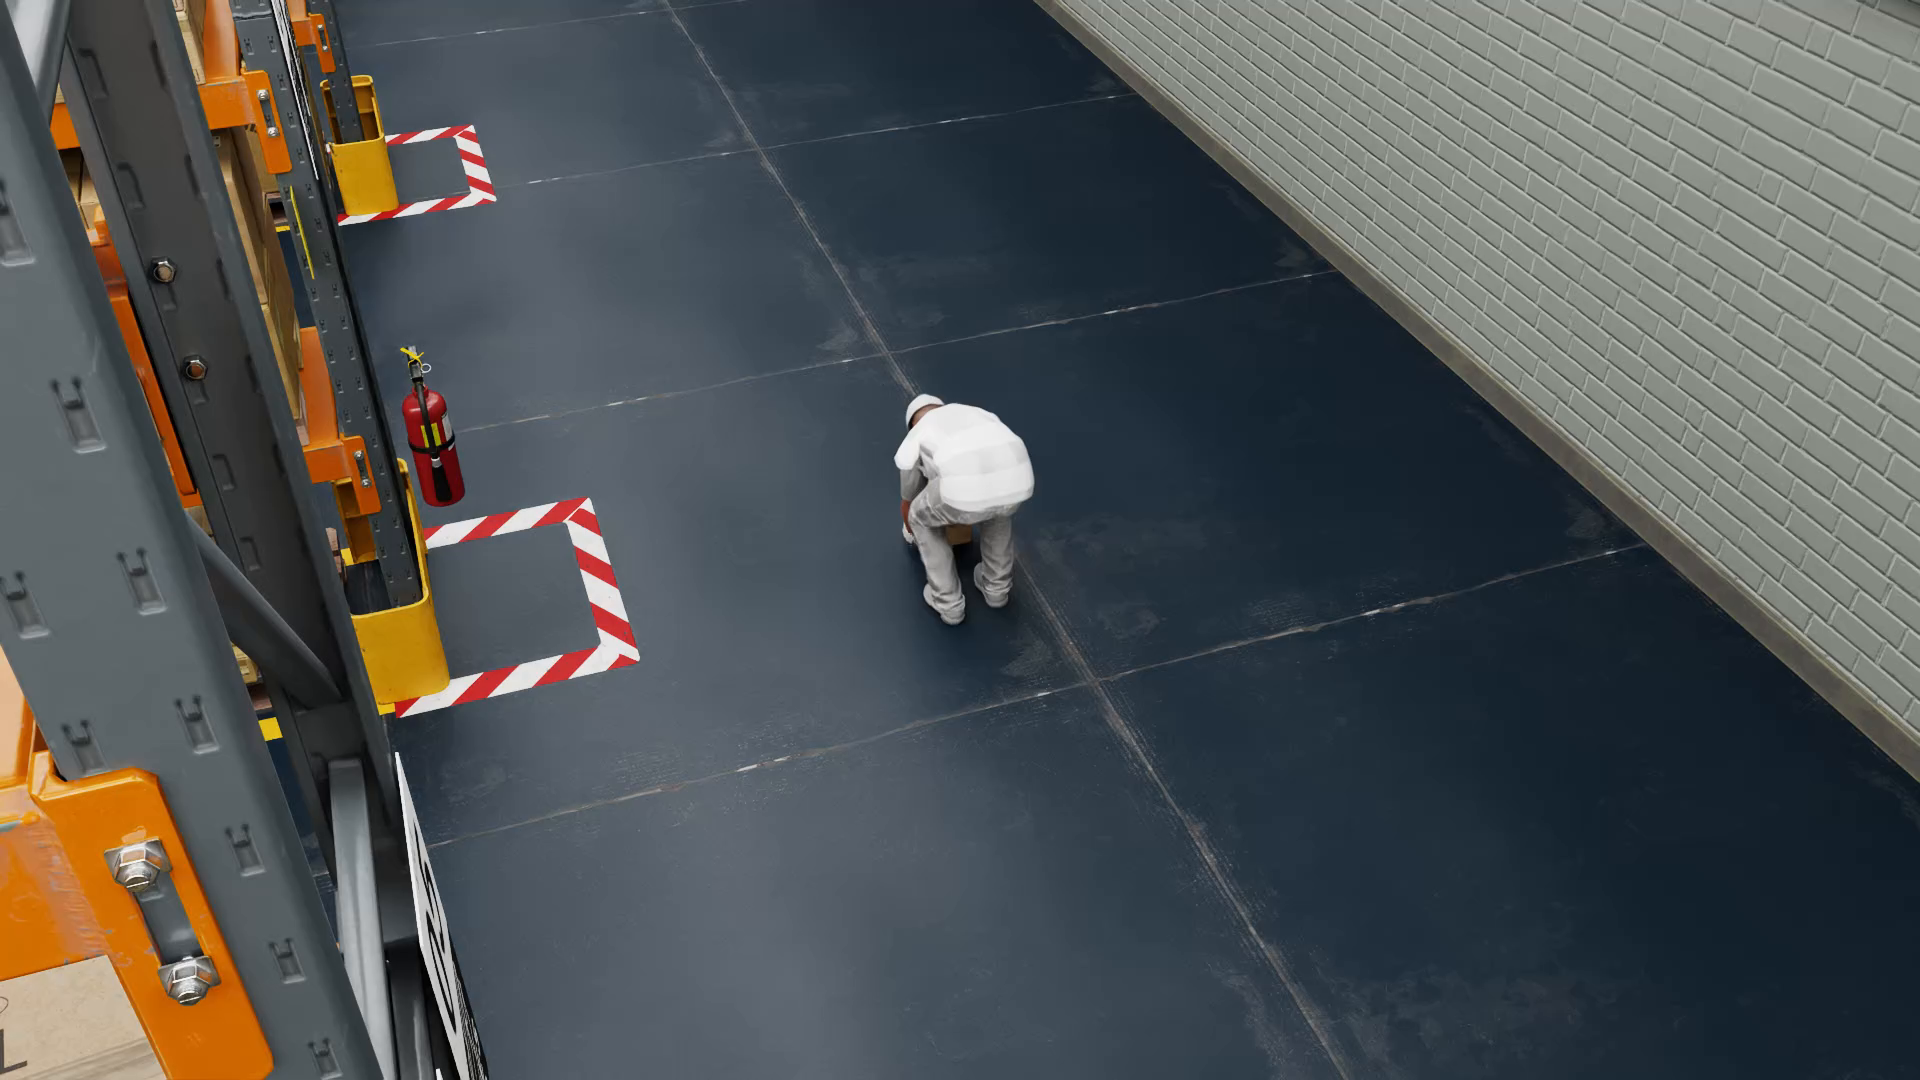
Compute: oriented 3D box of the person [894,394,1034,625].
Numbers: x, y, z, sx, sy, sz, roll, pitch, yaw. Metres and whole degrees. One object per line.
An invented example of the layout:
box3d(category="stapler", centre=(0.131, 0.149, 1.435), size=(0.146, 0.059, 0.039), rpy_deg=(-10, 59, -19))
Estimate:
box3d(category="person", centre=(-0.017, -0.200, 7.682), size=(0.516, 0.987, 0.981), rpy_deg=(-14, 40, -18))
